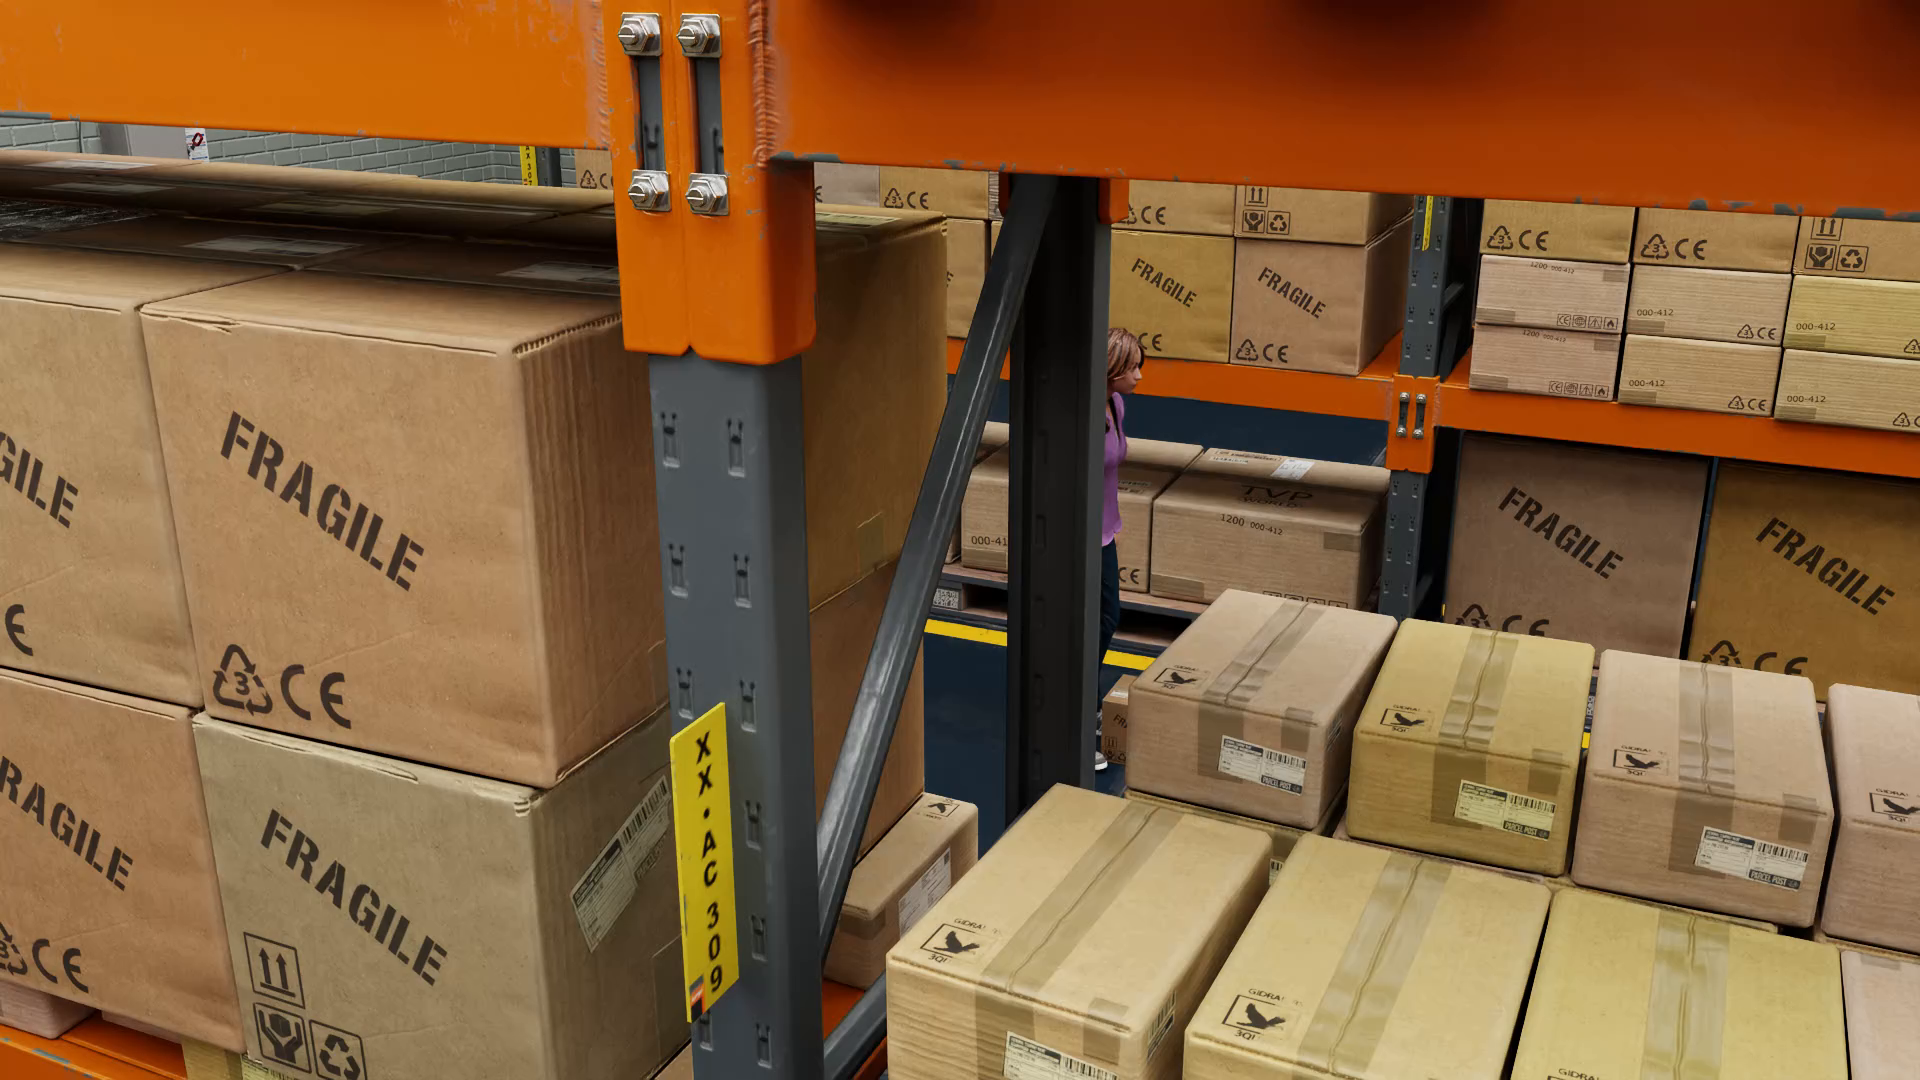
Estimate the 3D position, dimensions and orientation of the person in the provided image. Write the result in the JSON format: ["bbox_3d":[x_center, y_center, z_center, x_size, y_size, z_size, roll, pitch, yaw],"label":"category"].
[{"bbox_3d":[0.465,0.015,6.042,0.349,1.592,0.483,7,21,19],"label":"person"}]
